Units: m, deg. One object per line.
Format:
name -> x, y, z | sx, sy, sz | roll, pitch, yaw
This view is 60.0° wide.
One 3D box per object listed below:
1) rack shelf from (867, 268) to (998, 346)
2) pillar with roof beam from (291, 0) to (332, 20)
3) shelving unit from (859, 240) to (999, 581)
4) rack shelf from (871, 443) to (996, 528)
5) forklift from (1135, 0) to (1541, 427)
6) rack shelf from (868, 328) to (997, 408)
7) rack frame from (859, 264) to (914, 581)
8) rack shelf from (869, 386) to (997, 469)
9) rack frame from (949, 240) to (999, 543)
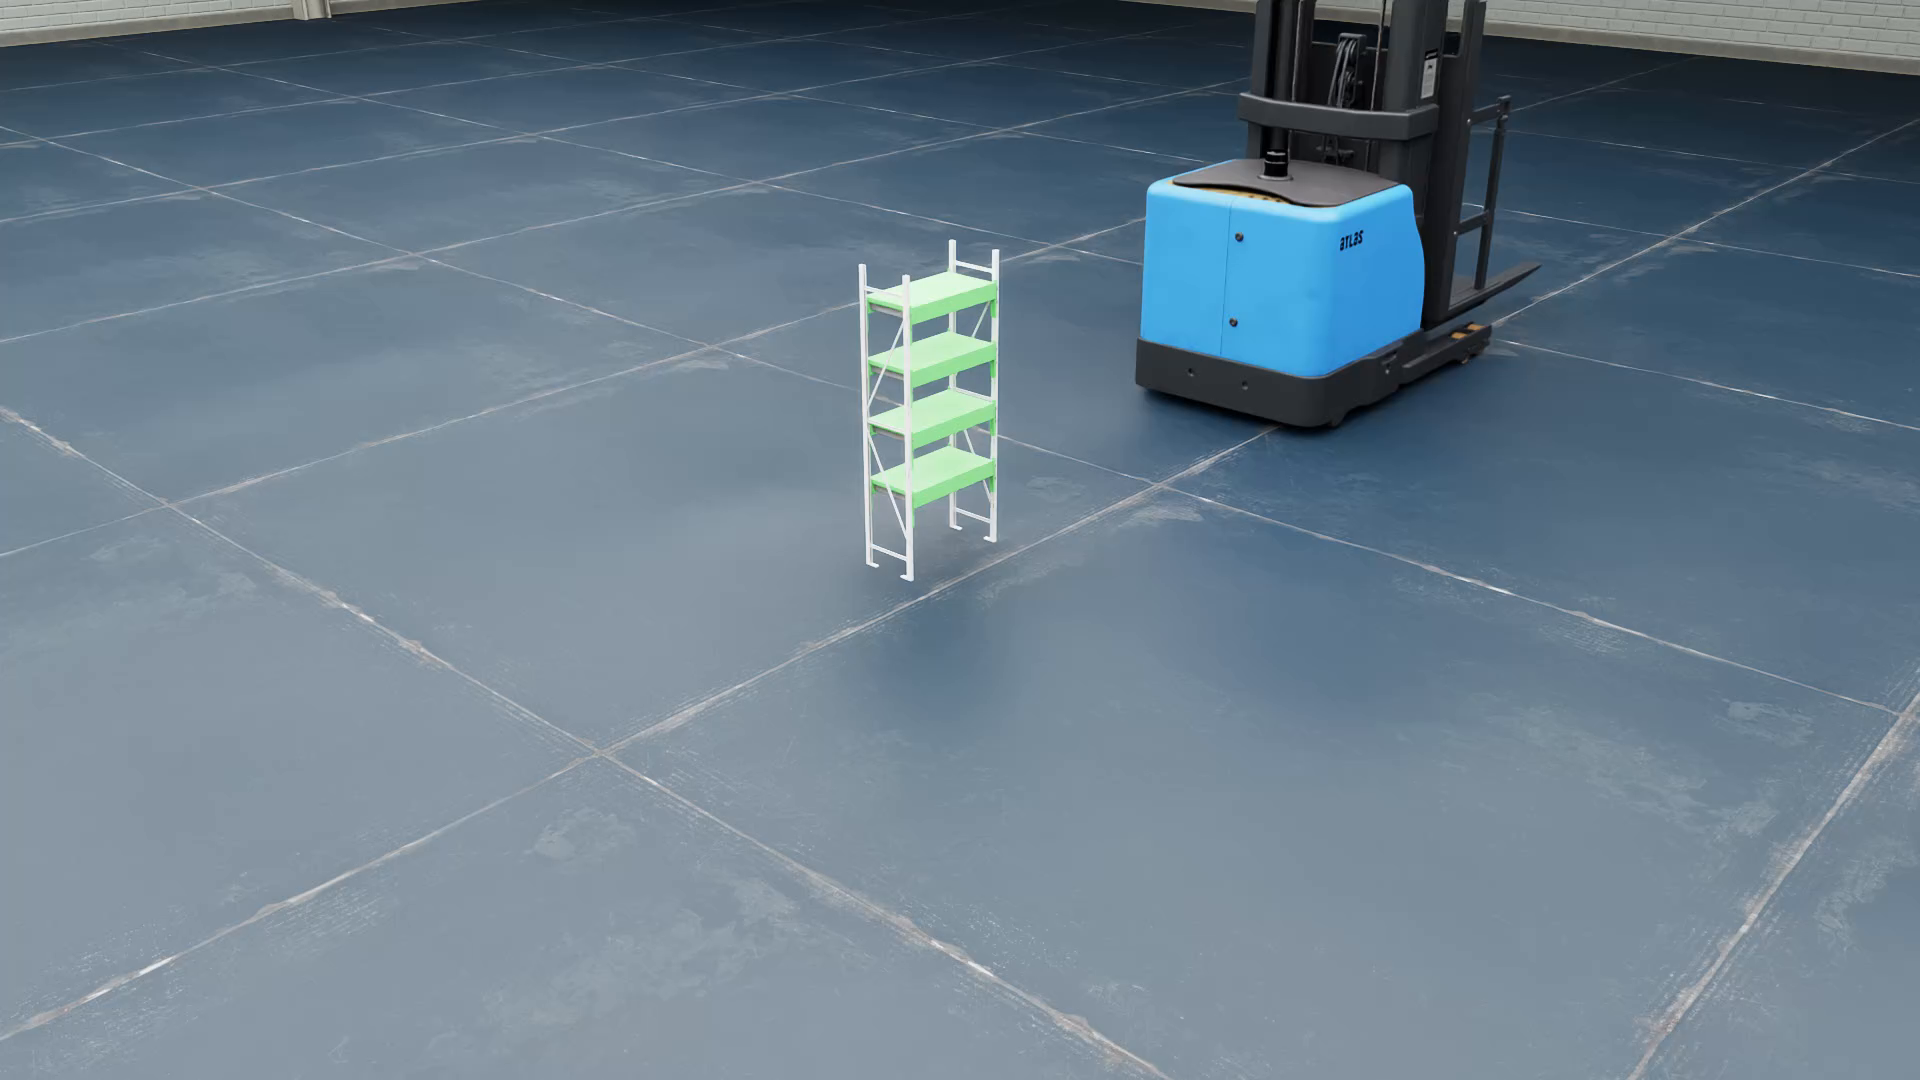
rack shelf -> -0.110, -0.877, 6.222 | 0.258, 0.148, 0.480 | 20, 31, 38
pillar with roof beam -> -5.562, -10.002, 18.059 | 9.100, 9.000, 0.400 | 20, 31, 38
shelving unit -> -0.110, -0.497, 6.392 | 0.258, 1.200, 0.503 | 20, 31, 38
rack shelf -> -0.110, -0.220, 6.516 | 0.258, 0.148, 0.480 | 20, 31, 38
forklift -> 2.215, -2.391, 8.500 | 1.130, 2.935, 3.031 | 19, 30, 36
rack shelf -> -0.110, -0.658, 6.320 | 0.258, 0.148, 0.480 | 20, 31, 38
rack frame -> -0.273, -0.423, 6.226 | 0.240, 1.200, 0.015 | 20, 31, 38
rack shelf -> -0.110, -0.439, 6.418 | 0.258, 0.148, 0.480 | 20, 31, 38
rack frame -> 0.052, -0.571, 6.558 | 0.240, 1.200, 0.015 | 20, 31, 38
